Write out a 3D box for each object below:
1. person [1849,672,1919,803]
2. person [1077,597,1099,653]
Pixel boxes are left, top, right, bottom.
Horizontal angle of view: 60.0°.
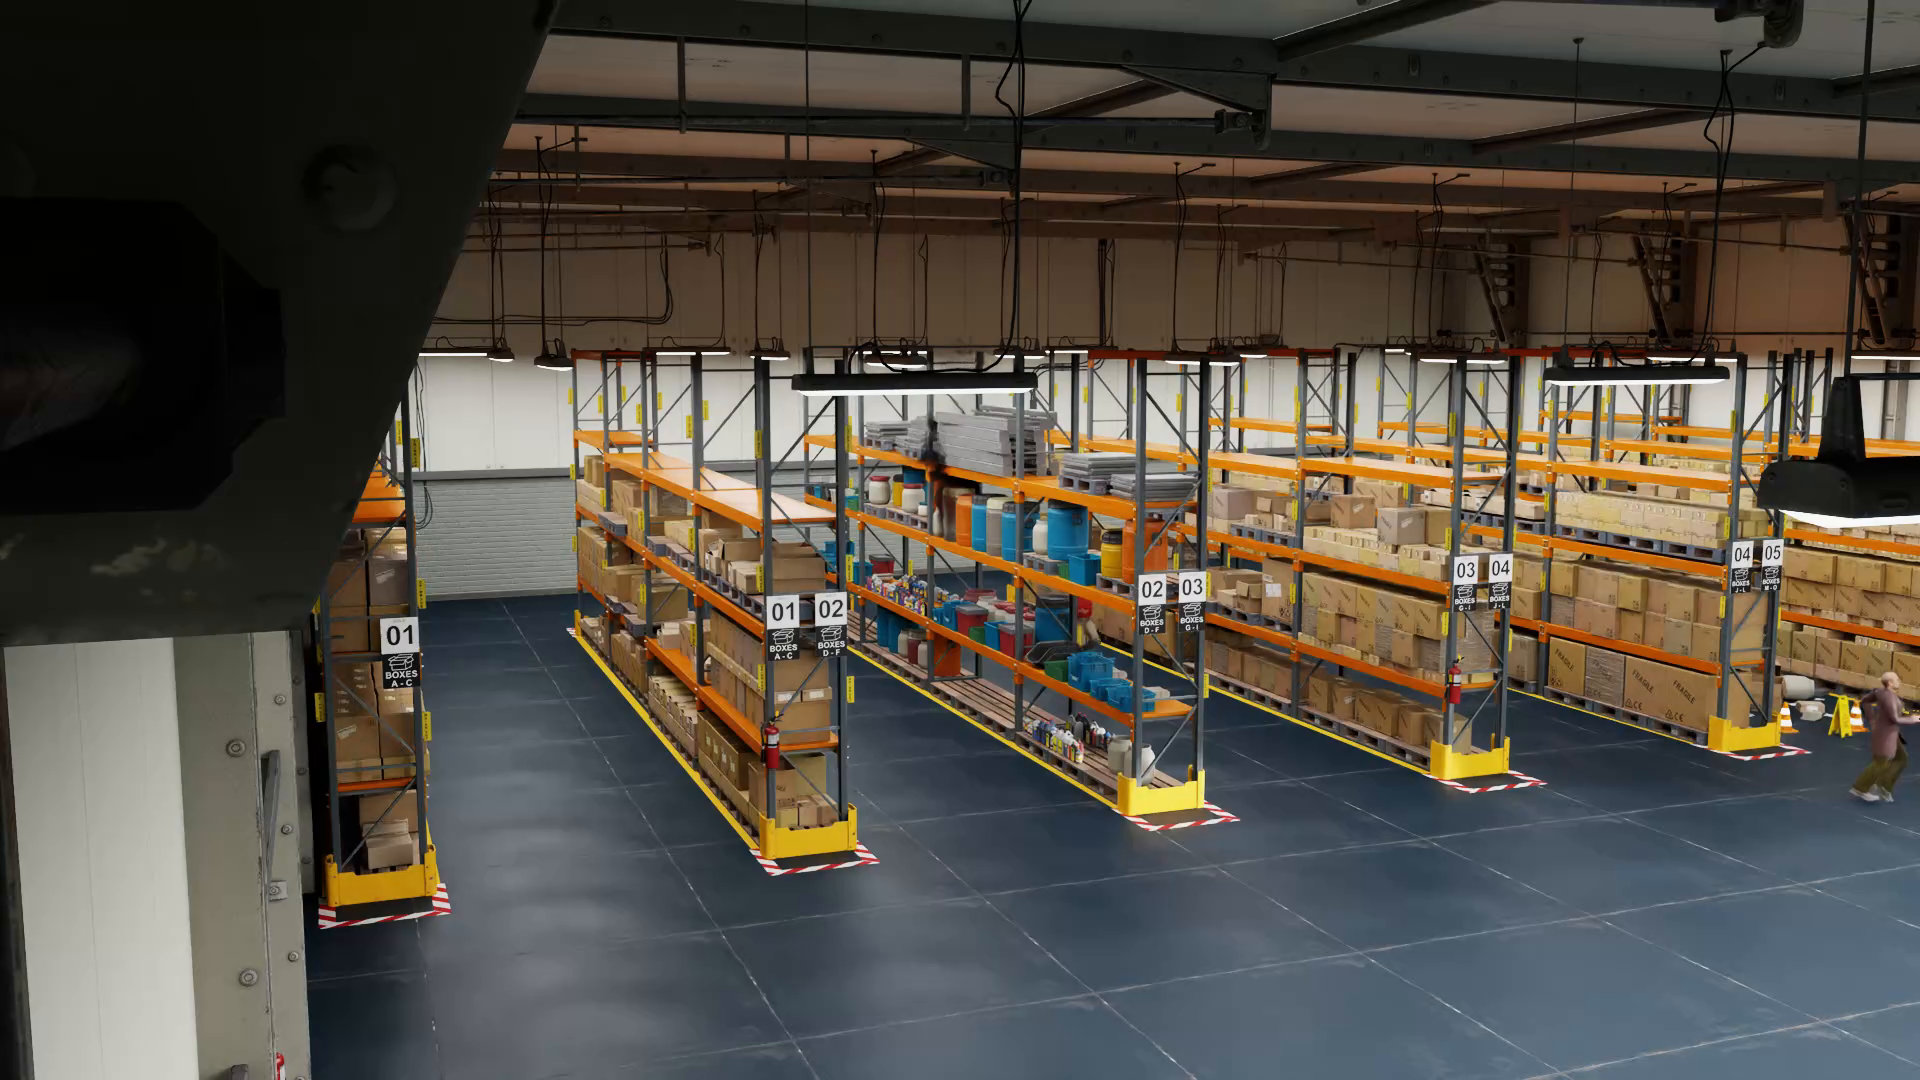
[{"bbox_3d":[12.483,2.682,22.391,0.813,1.840,0.700,3,8,25],"label":"person"},{"bbox_3d":[2.273,1.536,31.055,0.650,1.672,0.738,-3,8,-24],"label":"person"}]
